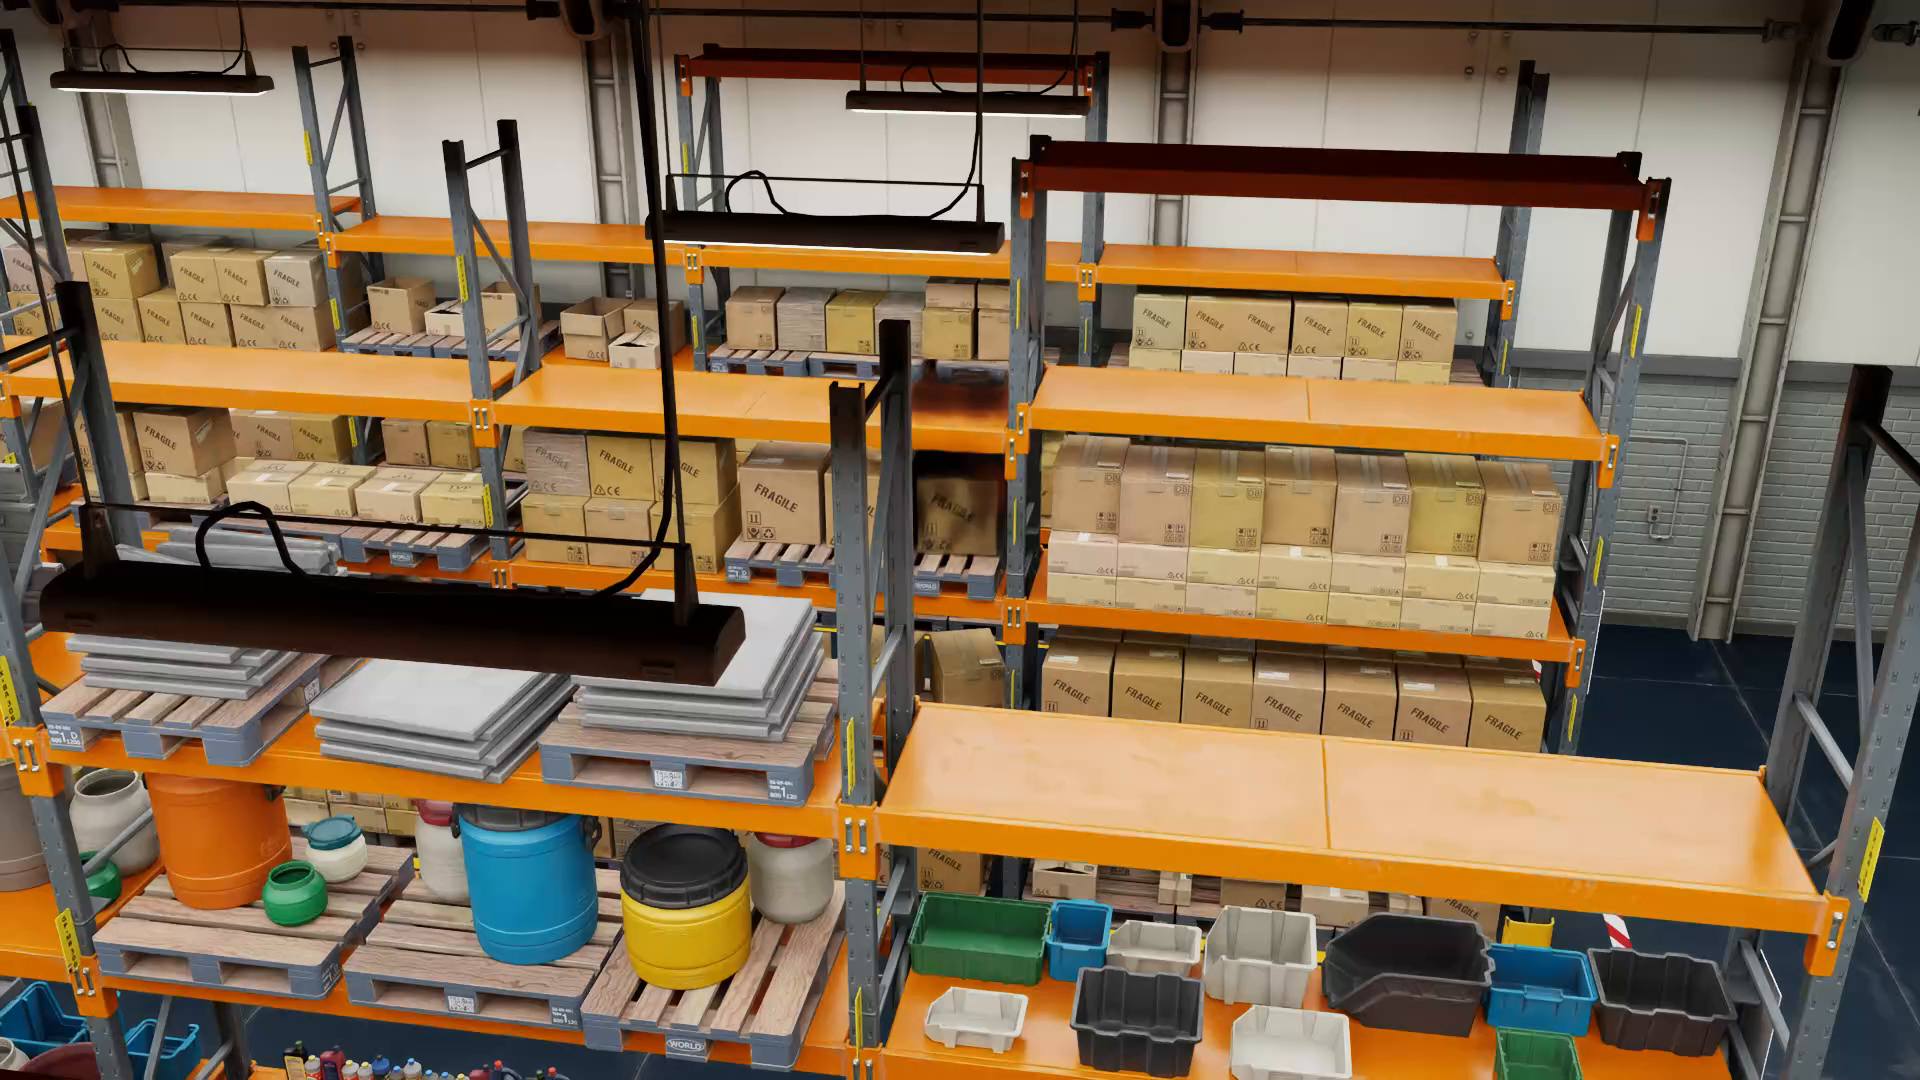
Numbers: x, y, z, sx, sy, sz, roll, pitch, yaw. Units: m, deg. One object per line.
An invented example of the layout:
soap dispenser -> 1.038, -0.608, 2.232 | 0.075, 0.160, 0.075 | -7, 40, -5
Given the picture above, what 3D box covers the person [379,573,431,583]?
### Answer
person -> -5.806, 0.352, 17.321 | 0.645, 1.735, 0.367 | 7, 24, 16
